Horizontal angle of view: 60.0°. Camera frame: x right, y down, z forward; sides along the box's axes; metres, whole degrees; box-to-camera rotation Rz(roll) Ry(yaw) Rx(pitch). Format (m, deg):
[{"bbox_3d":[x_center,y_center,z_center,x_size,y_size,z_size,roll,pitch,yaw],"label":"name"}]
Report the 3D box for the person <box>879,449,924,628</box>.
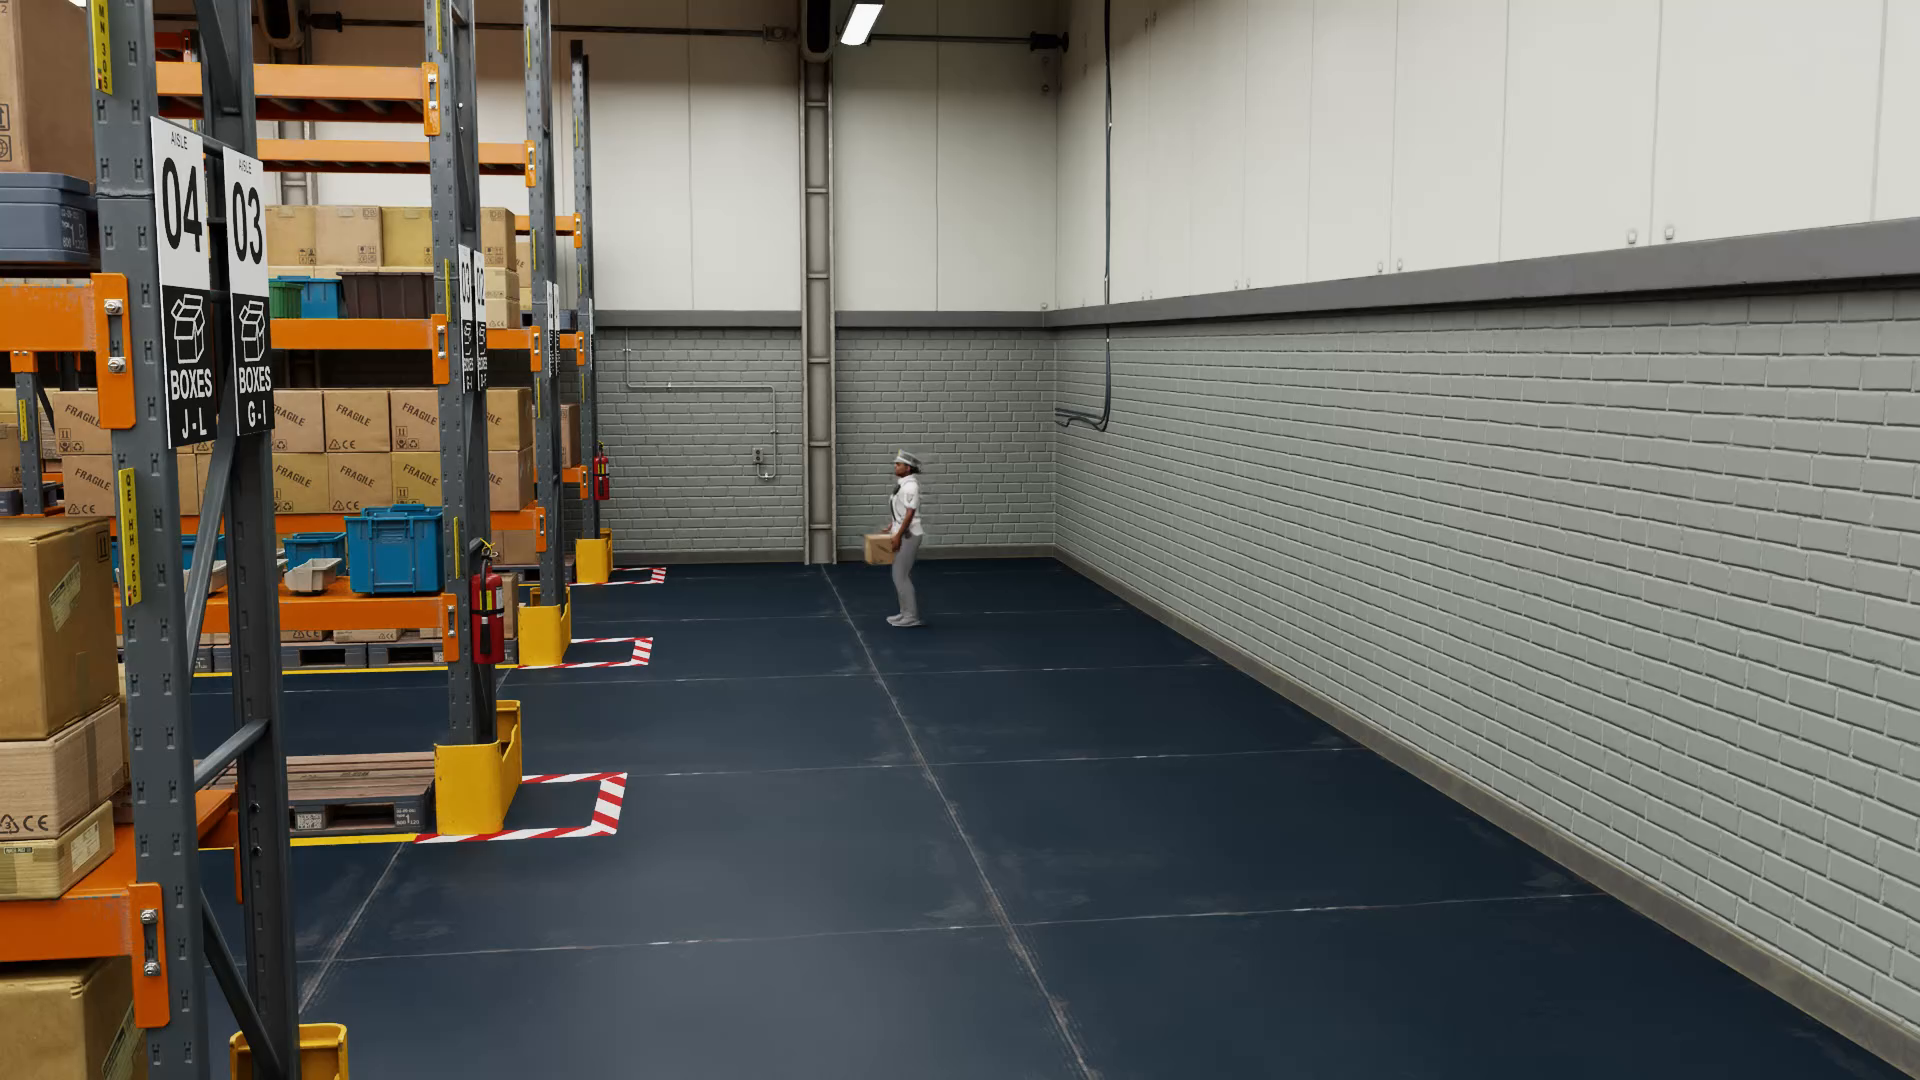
[{"bbox_3d":[-0.561,-0.020,15.905,0.428,1.701,0.527,-1,7,-8],"label":"person"}]
